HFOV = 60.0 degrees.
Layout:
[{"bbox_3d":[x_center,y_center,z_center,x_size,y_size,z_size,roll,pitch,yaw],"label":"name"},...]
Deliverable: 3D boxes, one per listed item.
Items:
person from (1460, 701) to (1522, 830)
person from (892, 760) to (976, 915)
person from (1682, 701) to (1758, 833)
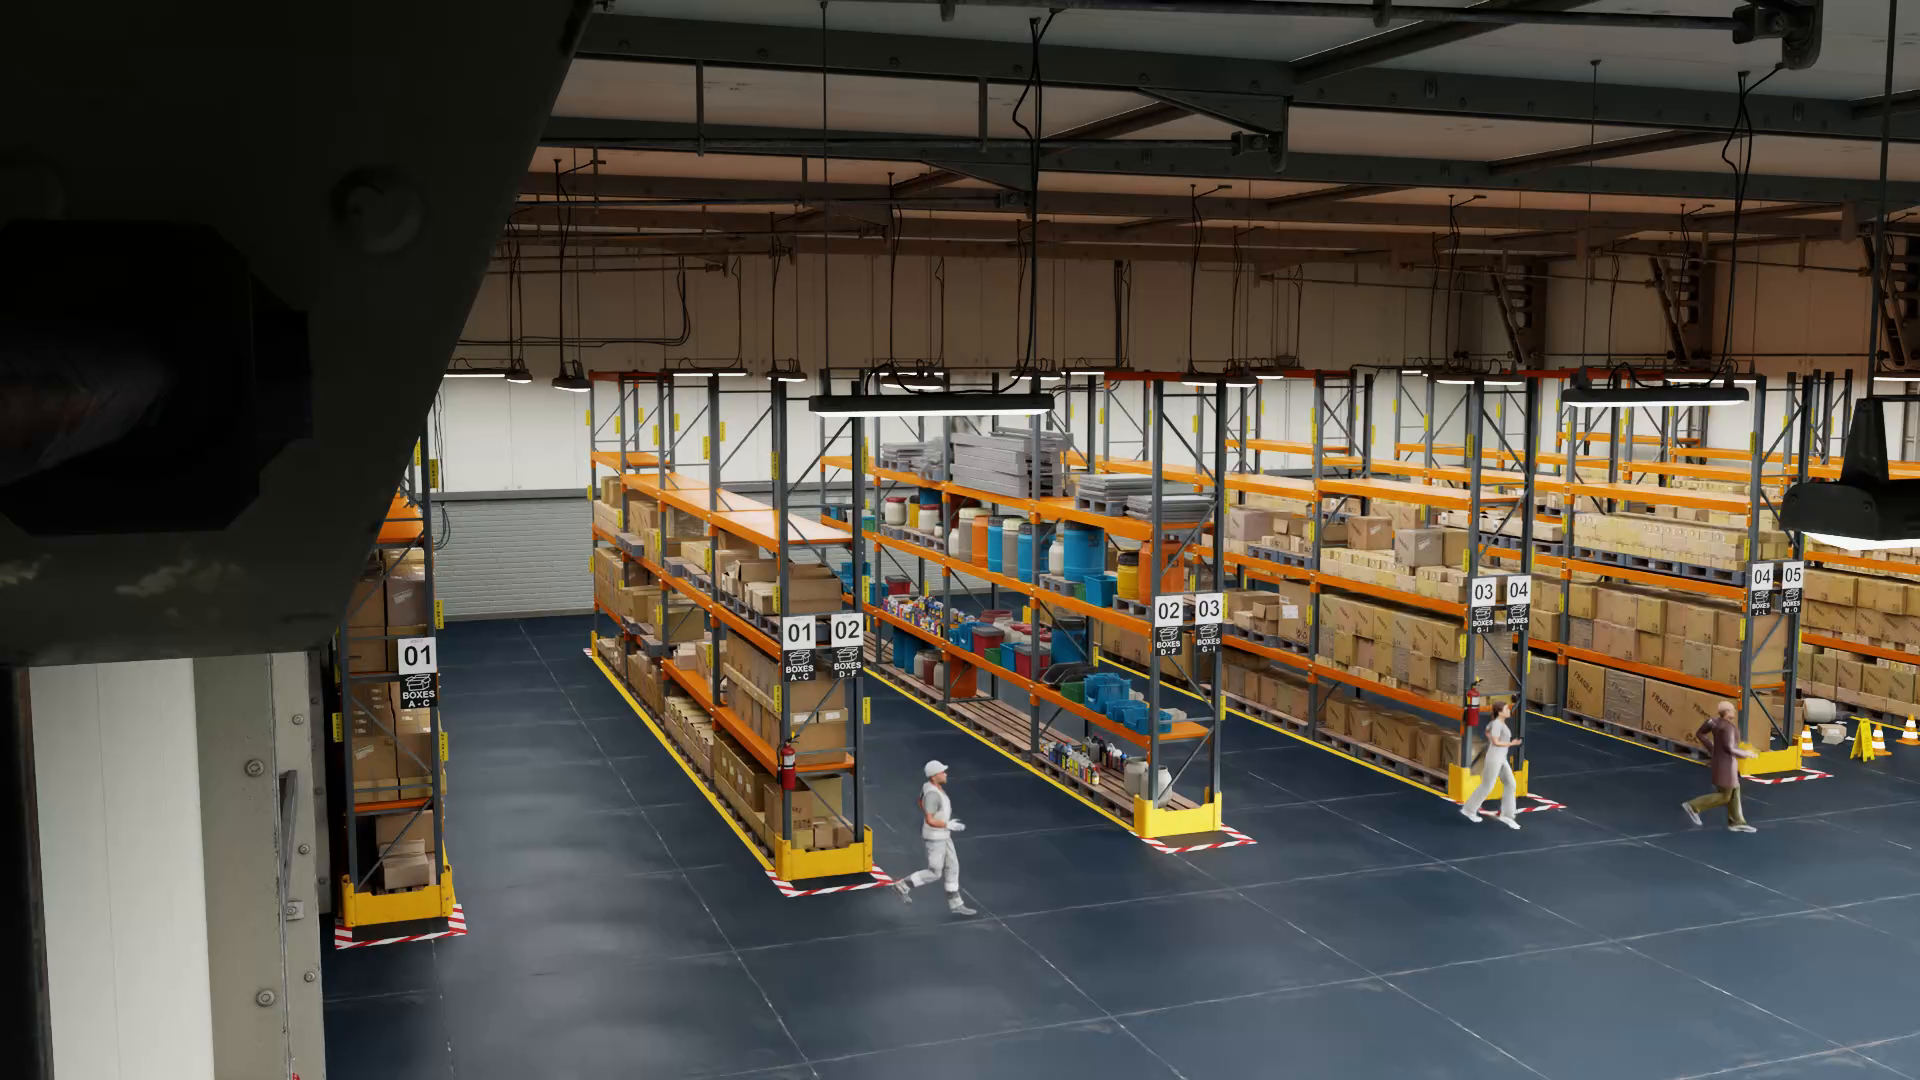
[{"bbox_3d":[7.191,3.008,22.394,0.782,1.713,0.571,3,7,28],"label":"person"},{"bbox_3d":[-0.291,3.357,18.734,0.953,1.778,0.670,1,6,6],"label":"person"},{"bbox_3d":[10.065,3.004,21.980,1.004,1.772,0.713,1,6,5],"label":"person"}]
